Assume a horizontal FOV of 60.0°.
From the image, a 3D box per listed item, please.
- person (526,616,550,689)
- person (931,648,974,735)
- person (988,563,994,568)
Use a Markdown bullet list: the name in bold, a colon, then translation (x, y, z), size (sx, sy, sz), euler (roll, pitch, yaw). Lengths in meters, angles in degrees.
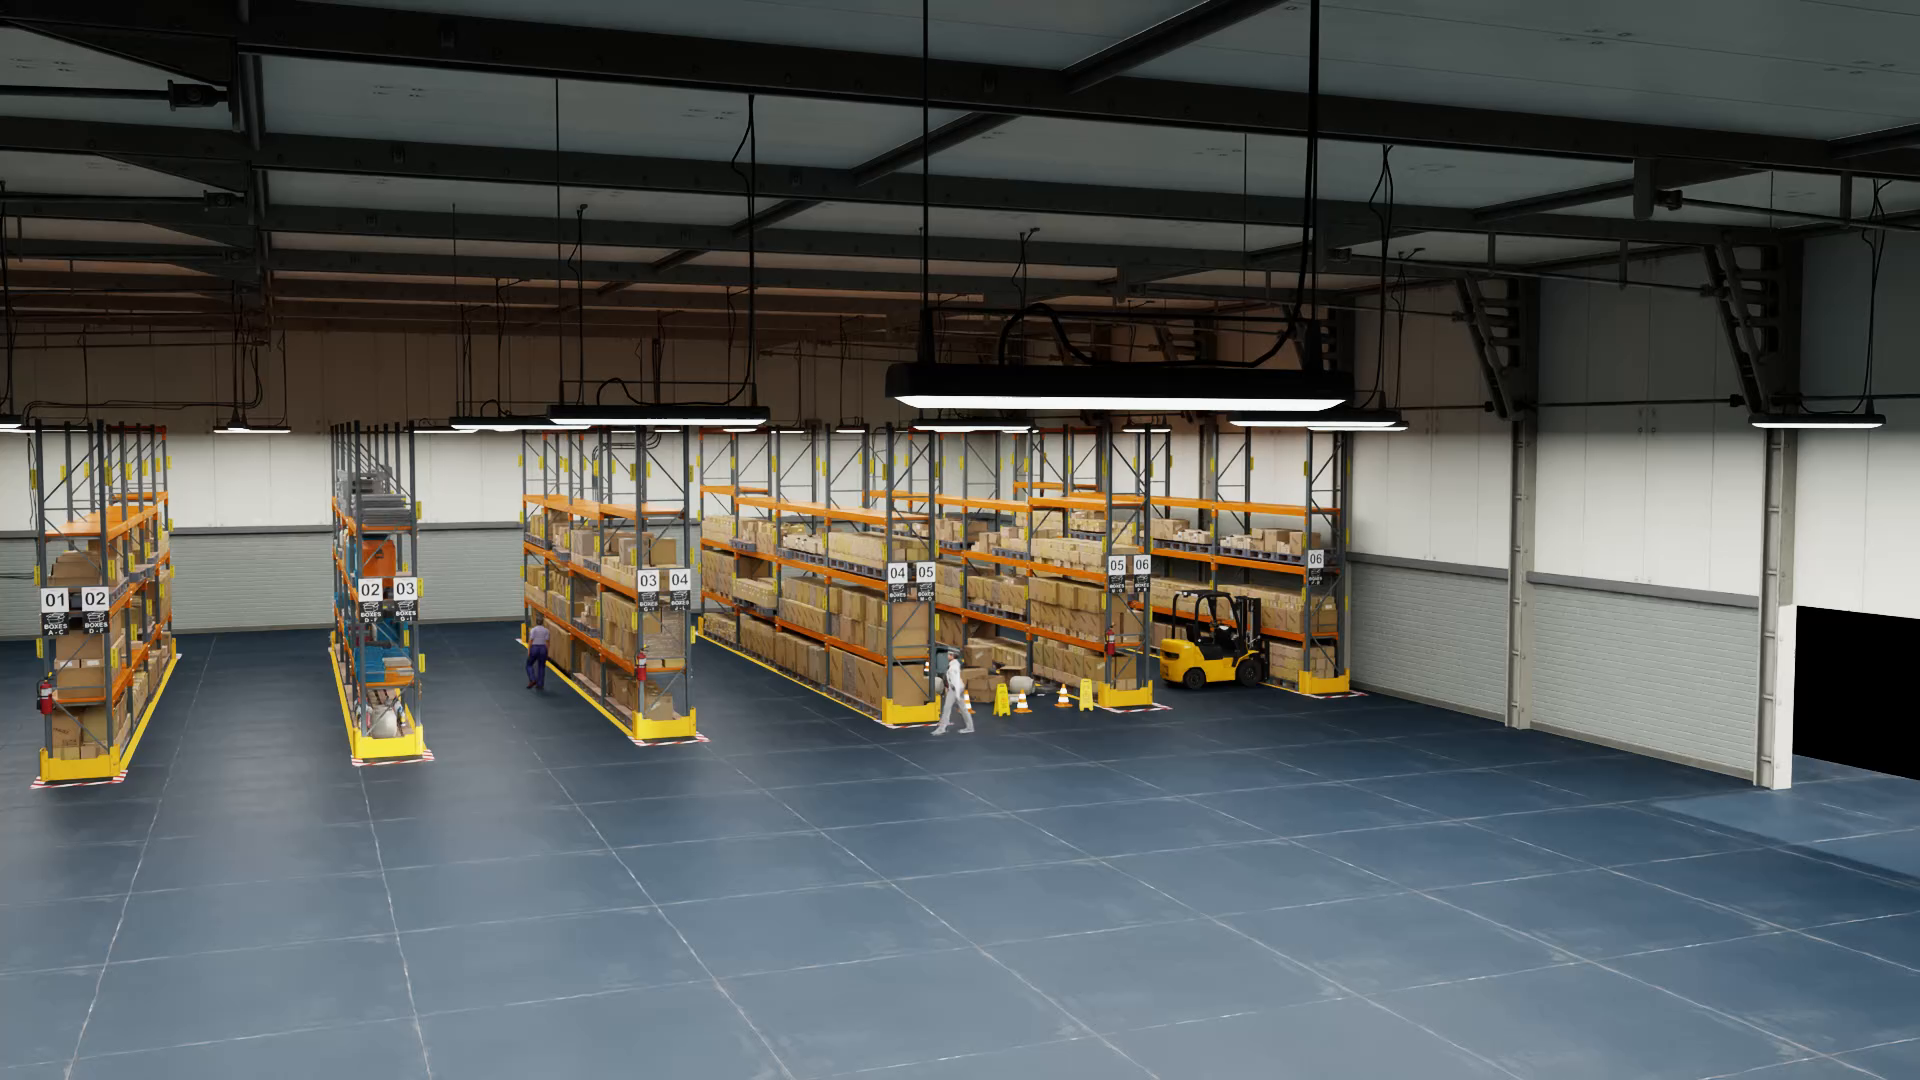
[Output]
- **person**: translation (-9.525, 2.549, 37.538), size (0.551, 1.646, 0.428), euler (-2, 4, -26)
- **person**: translation (-0.126, 2.893, 31.949), size (0.798, 1.656, 0.518), euler (1, 4, 14)
- **person**: translation (1.035, 1.578, 52.734), size (1.019, 1.682, 0.509), euler (-1, 4, -20)
